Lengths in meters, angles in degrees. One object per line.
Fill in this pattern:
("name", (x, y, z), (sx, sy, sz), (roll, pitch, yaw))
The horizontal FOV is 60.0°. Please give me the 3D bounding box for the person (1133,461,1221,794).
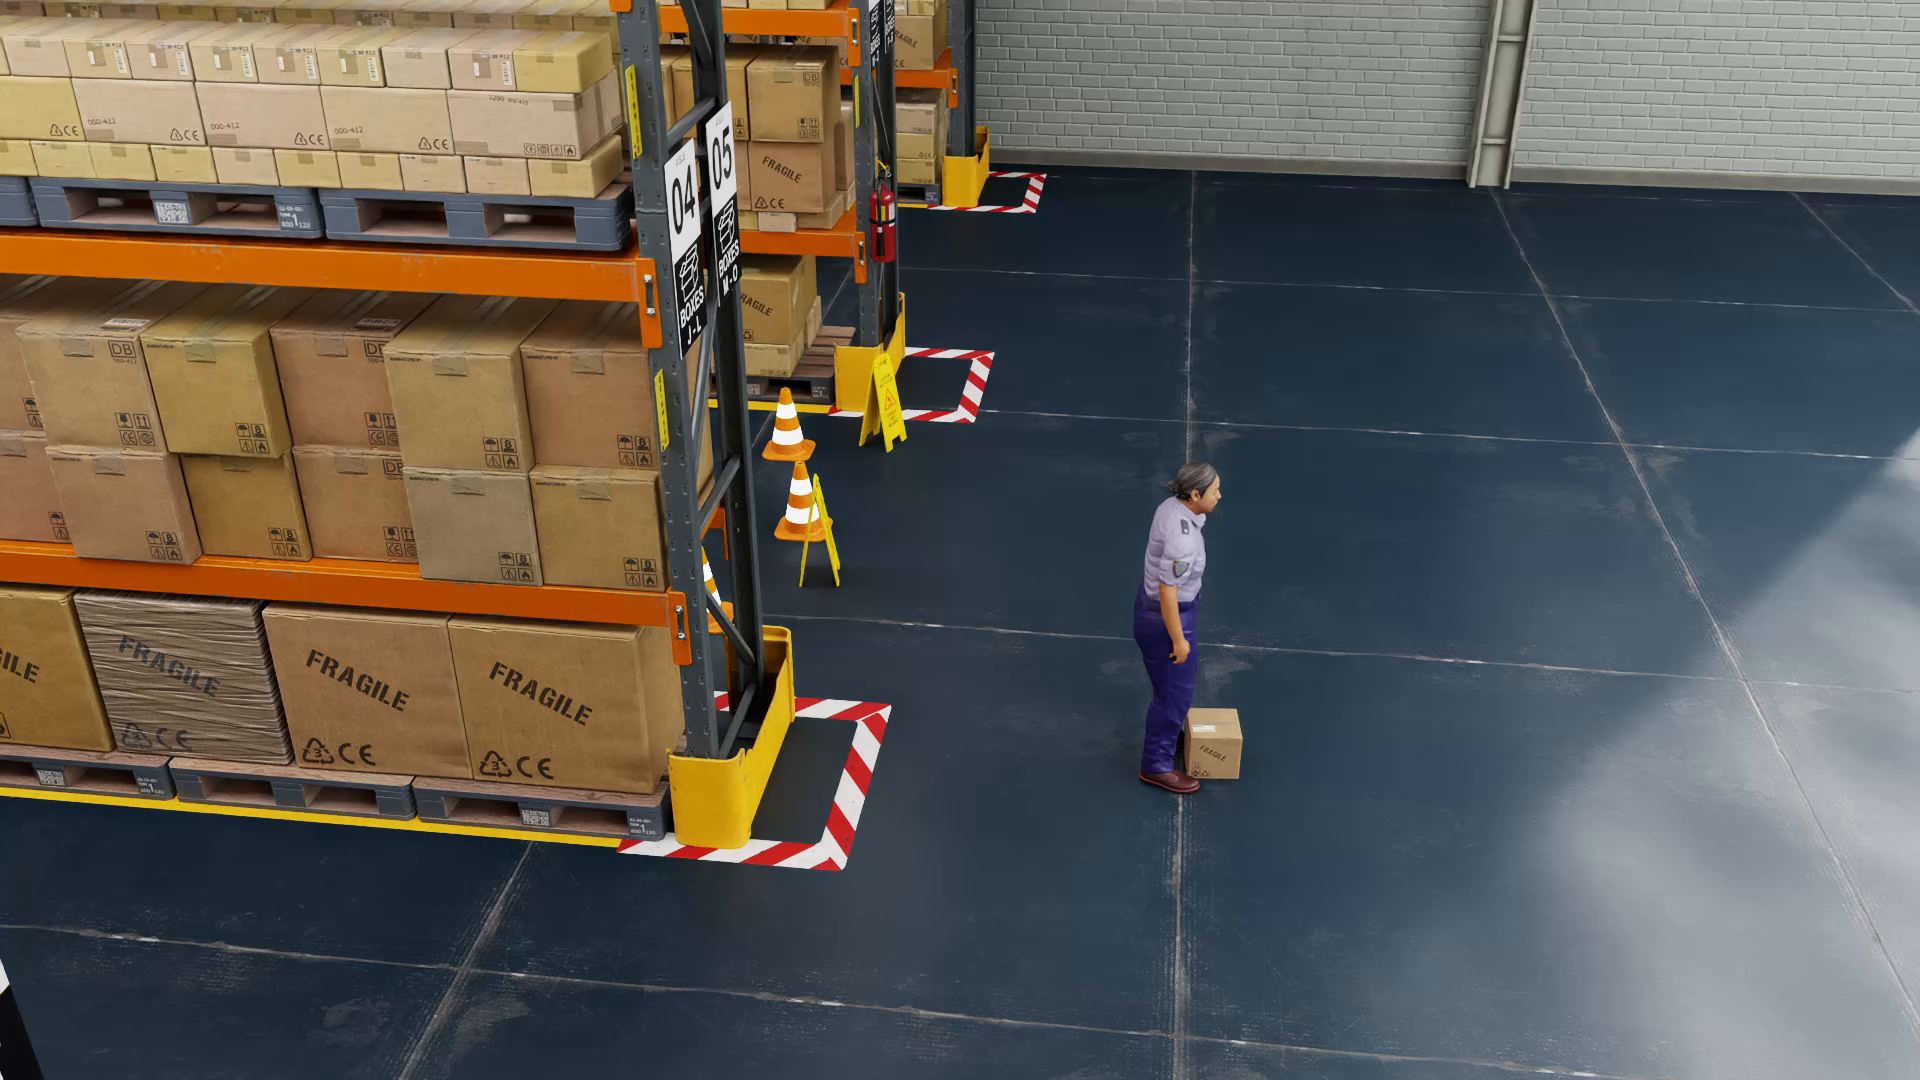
("person", (1.037, 0.381, 7.932), (0.414, 1.651, 0.545), (3, 29, 6))
